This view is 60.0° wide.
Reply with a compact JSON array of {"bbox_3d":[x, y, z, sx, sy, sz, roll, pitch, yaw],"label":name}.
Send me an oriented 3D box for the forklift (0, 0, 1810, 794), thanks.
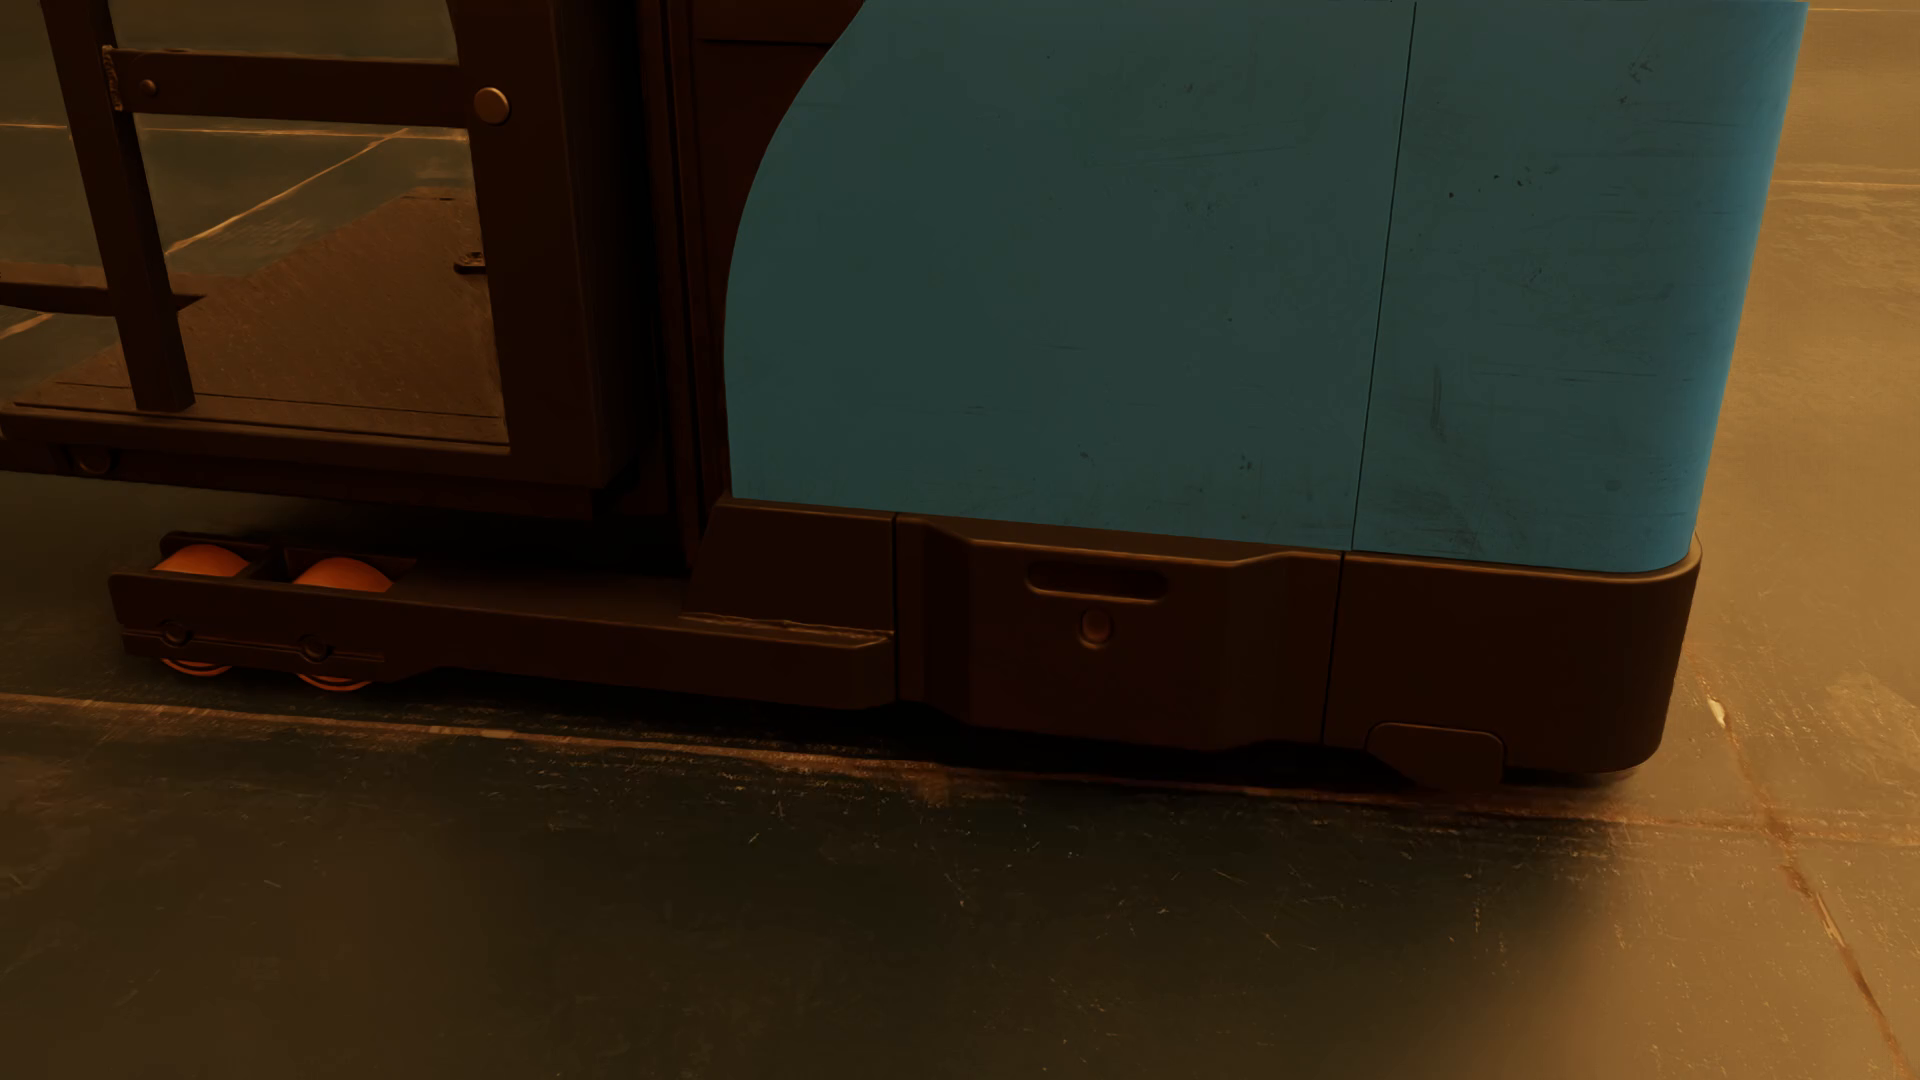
[{"bbox_3d":[-0.605,-1.344,1.910,3.031,2.935,1.130,5,27,10],"label":"forklift"}]
